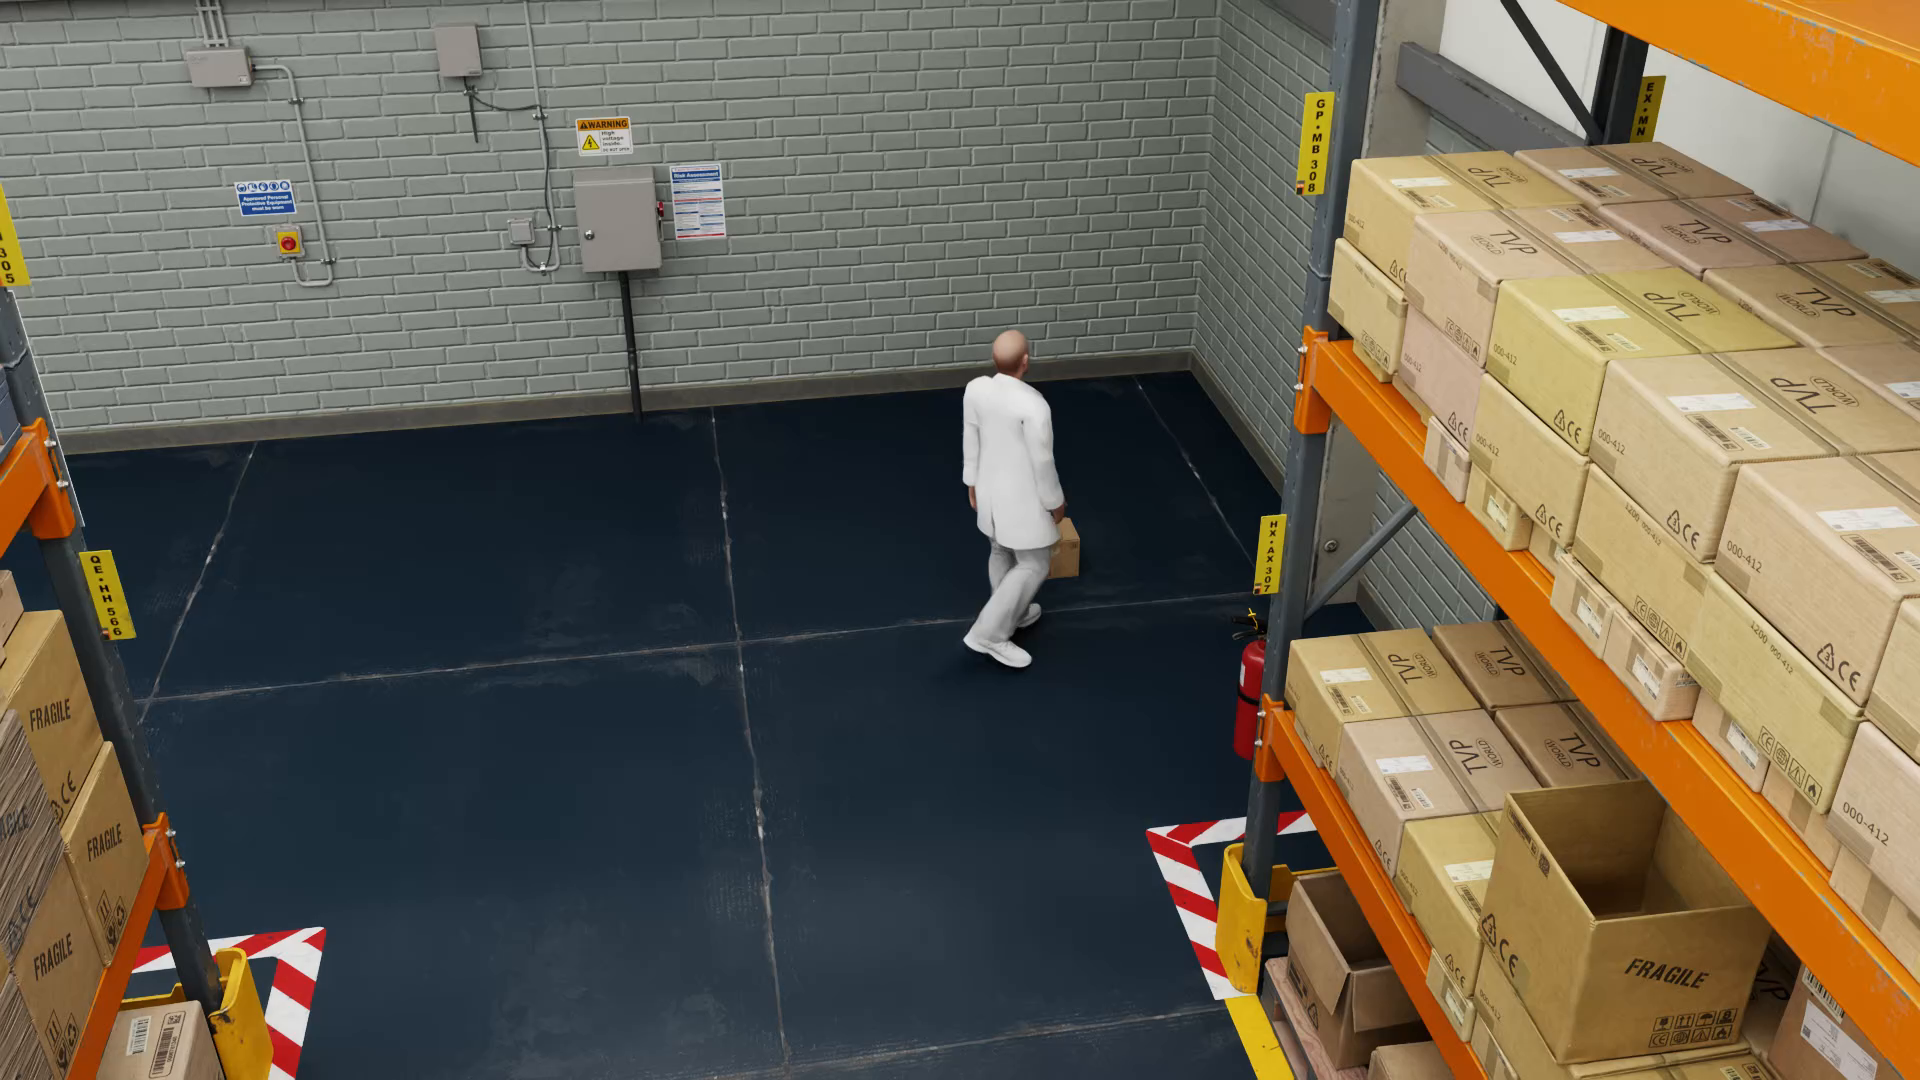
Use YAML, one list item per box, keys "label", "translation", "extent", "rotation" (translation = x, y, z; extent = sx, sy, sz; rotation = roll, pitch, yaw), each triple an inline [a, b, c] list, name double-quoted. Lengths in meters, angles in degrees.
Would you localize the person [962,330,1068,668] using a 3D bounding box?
- label: "person"
  translation: [0.245, -0.227, 8.532]
  extent: [0.665, 1.780, 0.586]
  rotation: [-24, 38, -35]
